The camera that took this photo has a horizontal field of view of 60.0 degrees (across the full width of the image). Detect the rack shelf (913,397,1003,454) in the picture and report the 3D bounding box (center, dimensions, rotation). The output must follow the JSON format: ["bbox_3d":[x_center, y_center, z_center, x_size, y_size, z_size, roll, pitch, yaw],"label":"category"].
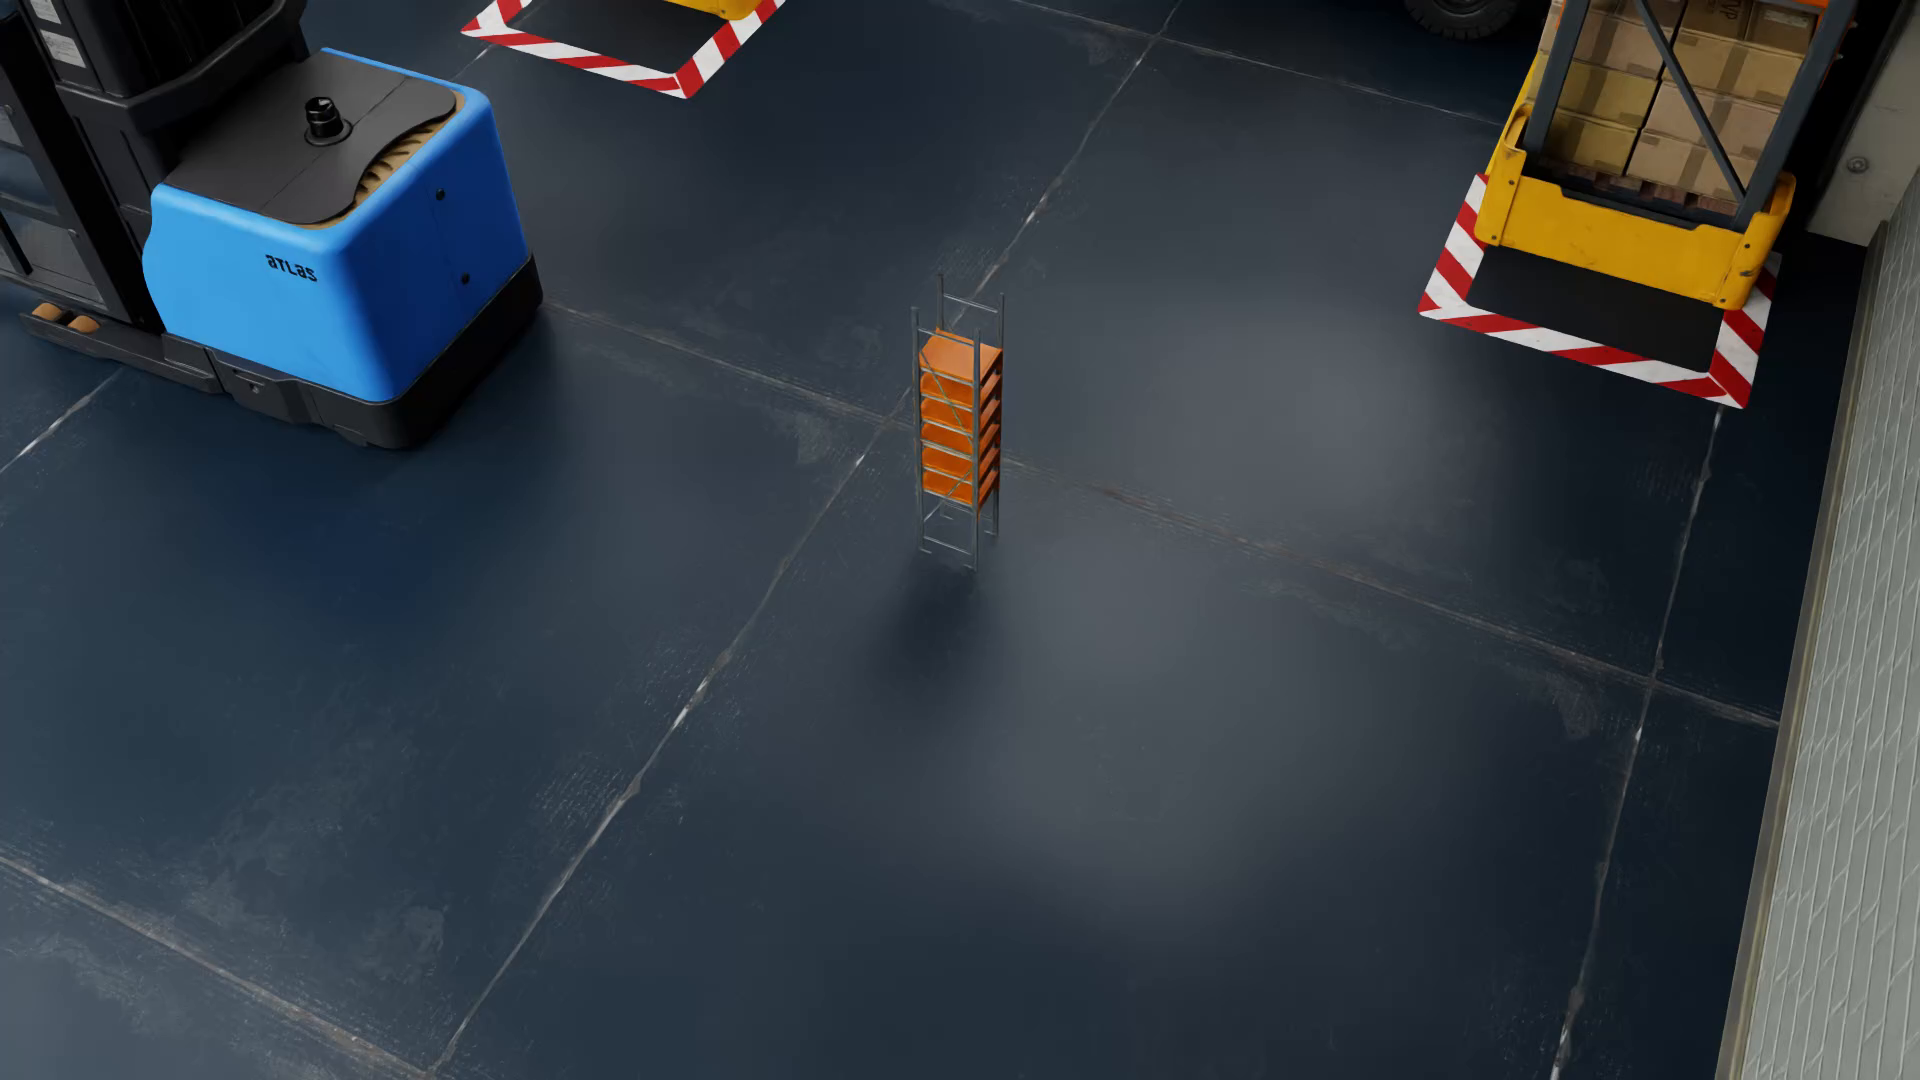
[{"bbox_3d":[-0.006,-0.428,5.727,0.258,0.103,0.180,20,52,16],"label":"rack shelf"}]

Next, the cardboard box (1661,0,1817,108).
[{"bbox_3d":[3.257,-2.096,6.937,0.500,0.250,0.500,19,52,16],"label":"cardboard box"}]

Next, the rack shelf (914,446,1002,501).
[{"bbox_3d":[-0.006,-0.272,5.910,0.258,0.103,0.180,20,52,16],"label":"rack shelf"}]

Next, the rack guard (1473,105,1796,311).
[{"bbox_3d":[2.870,-1.431,7.139,1.175,0.500,0.348,20,52,16],"label":"rack guard"}]

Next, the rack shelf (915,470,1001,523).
[{"bbox_3d":[-0.006,-0.195,6.001,0.258,0.103,0.180,20,52,16],"label":"rack shelf"}]

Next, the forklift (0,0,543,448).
[{"bbox_3d":[-3.324,-2.062,6.080,3.031,2.935,1.130,18,52,15],"label":"forklift"}]

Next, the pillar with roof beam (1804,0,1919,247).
[{"bbox_3d":[0.100,-5.788,5.267,9.100,9.000,0.400,20,52,16],"label":"pillar with roof beam"}]

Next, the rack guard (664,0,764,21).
[{"bbox_3d":[-1.577,-3.112,8.570,1.175,0.500,0.348,20,52,16],"label":"rack guard"}]

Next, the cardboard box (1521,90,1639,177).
[{"bbox_3d":[2.795,-1.929,7.451,0.500,0.250,0.500,20,53,16],"label":"cardboard box"}]

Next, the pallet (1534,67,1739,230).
[{"bbox_3d":[3.169,-1.894,7.723,1.003,0.211,1.213,20,52,16],"label":"pallet"}]

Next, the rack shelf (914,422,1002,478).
[{"bbox_3d":[-0.006,-0.350,5.818,0.258,0.103,0.180,20,52,16],"label":"rack shelf"}]

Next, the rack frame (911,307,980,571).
[{"bbox_3d":[-0.045,-0.316,5.731,0.240,1.200,0.006,20,52,16],"label":"rack frame"}]

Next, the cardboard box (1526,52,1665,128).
[{"bbox_3d":[2.806,-2.101,7.270,0.500,0.250,0.500,19,52,16],"label":"cardboard box"}]

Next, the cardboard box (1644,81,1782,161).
[{"bbox_3d":[3.269,-1.921,7.116,0.500,0.250,0.500,21,53,17],"label":"cardboard box"}]

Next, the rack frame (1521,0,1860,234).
[{"bbox_3d":[2.880,-2.257,6.201,1.000,3.000,0.127,20,52,16],"label":"rack frame"}]

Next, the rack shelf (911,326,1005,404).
[{"bbox_3d":[-0.006,-0.583,5.544,0.258,0.103,0.180,20,52,16],"label":"rack shelf"}]

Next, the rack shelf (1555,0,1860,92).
[{"bbox_3d":[3.735,-3.401,7.647,1.077,0.370,4.000,20,52,16],"label":"rack shelf"}]

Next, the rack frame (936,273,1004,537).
[{"bbox_3d":[0.033,-0.442,5.838,0.240,1.200,0.006,20,52,16],"label":"rack frame"}]

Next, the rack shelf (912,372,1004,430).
[{"bbox_3d":[-0.006,-0.506,5.636,0.258,0.103,0.180,20,52,16],"label":"rack shelf"}]

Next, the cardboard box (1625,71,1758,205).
[{"bbox_3d":[3.267,-1.777,7.322,0.500,0.250,0.500,20,52,16],"label":"cardboard box"}]

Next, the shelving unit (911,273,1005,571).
[{"bbox_3d":[-0.006,-0.379,5.785,0.258,1.200,0.189,20,52,16],"label":"shelving unit"}]

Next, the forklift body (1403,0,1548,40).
[{"bbox_3d":[2.041,-3.882,8.141,2.313,2.155,1.214,20,52,16],"label":"forklift body"}]

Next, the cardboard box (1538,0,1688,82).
[{"bbox_3d":[2.795,-2.245,7.064,0.500,0.250,0.500,21,53,17],"label":"cardboard box"}]
